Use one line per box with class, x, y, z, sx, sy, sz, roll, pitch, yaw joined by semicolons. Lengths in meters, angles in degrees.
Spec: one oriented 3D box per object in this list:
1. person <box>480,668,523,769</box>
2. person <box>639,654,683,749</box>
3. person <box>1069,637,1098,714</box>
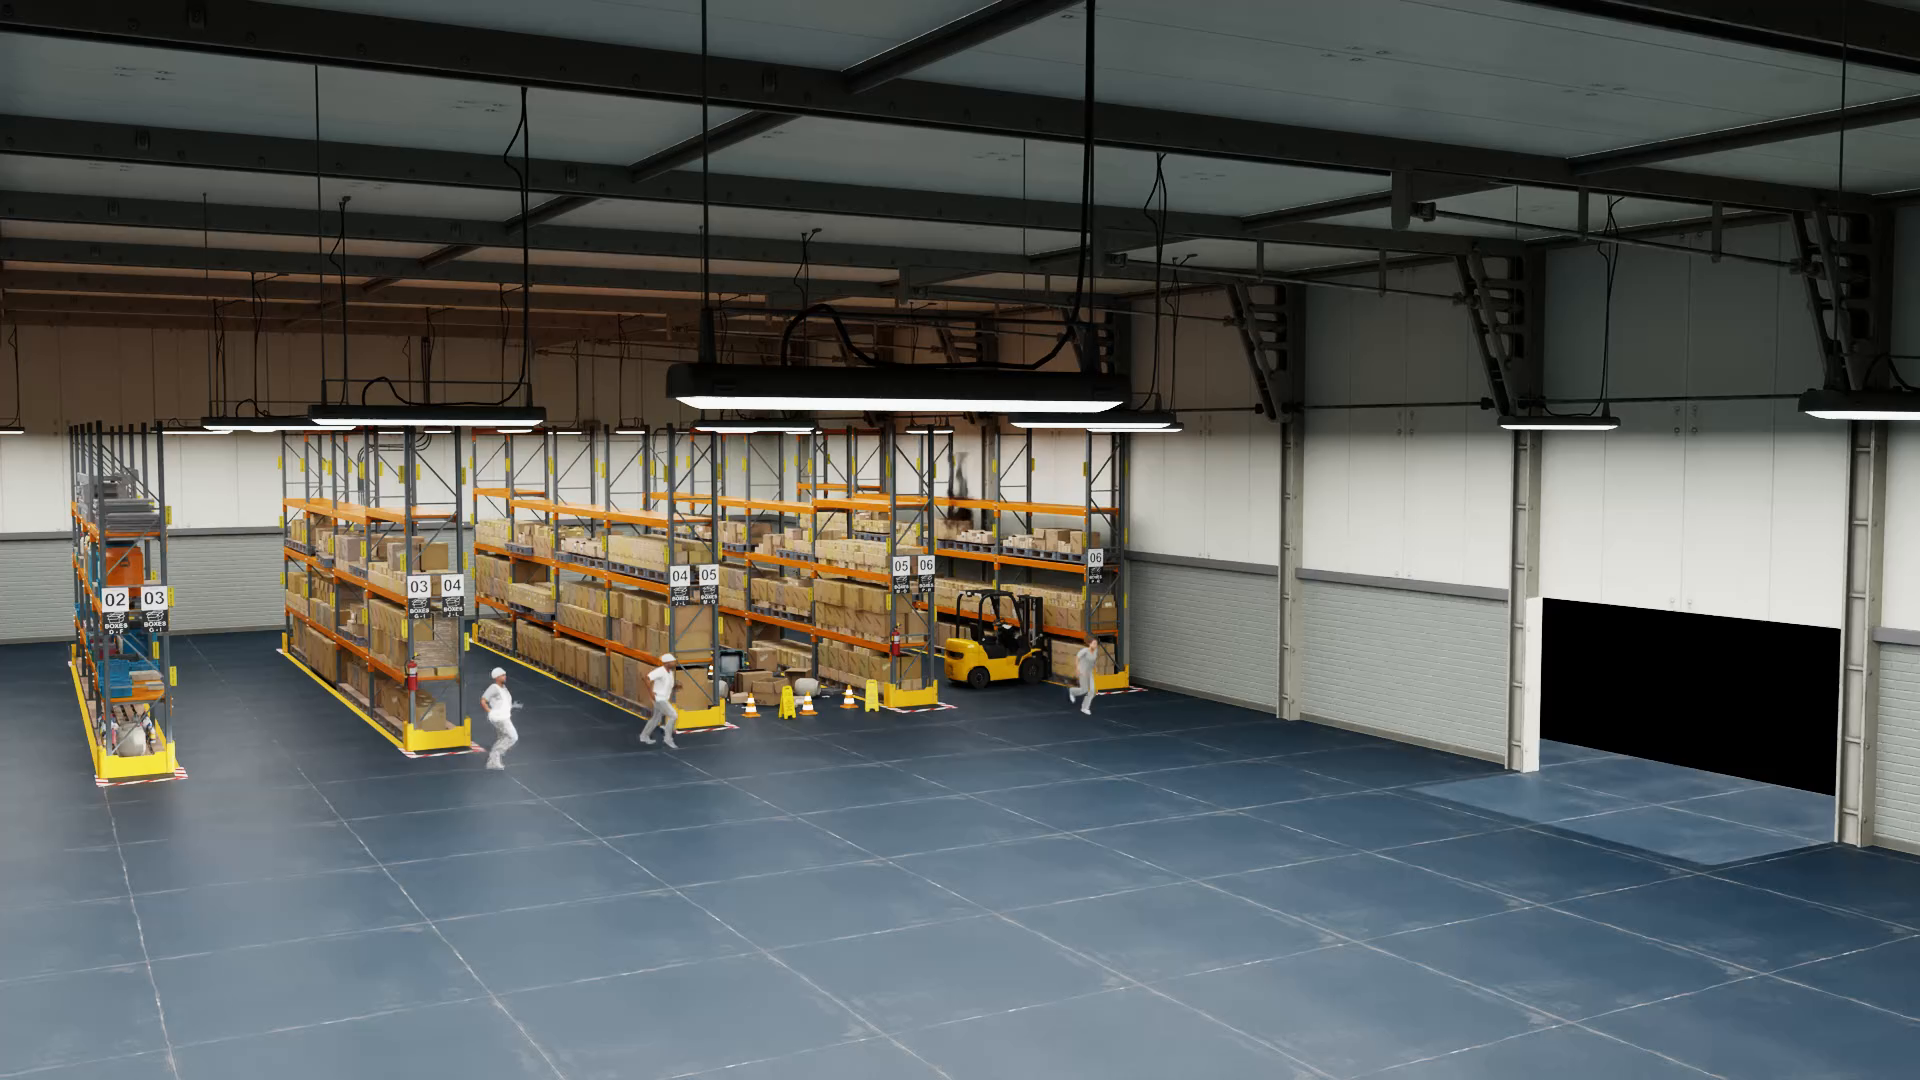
person;-7.848;3.066;28.581;0.635;1.740;0.673;0;4;-3
person;-5.541;2.972;30.658;0.831;1.770;0.727;1;4;10
person;2.580;2.805;34.674;0.559;1.613;0.786;-3;5;-42
